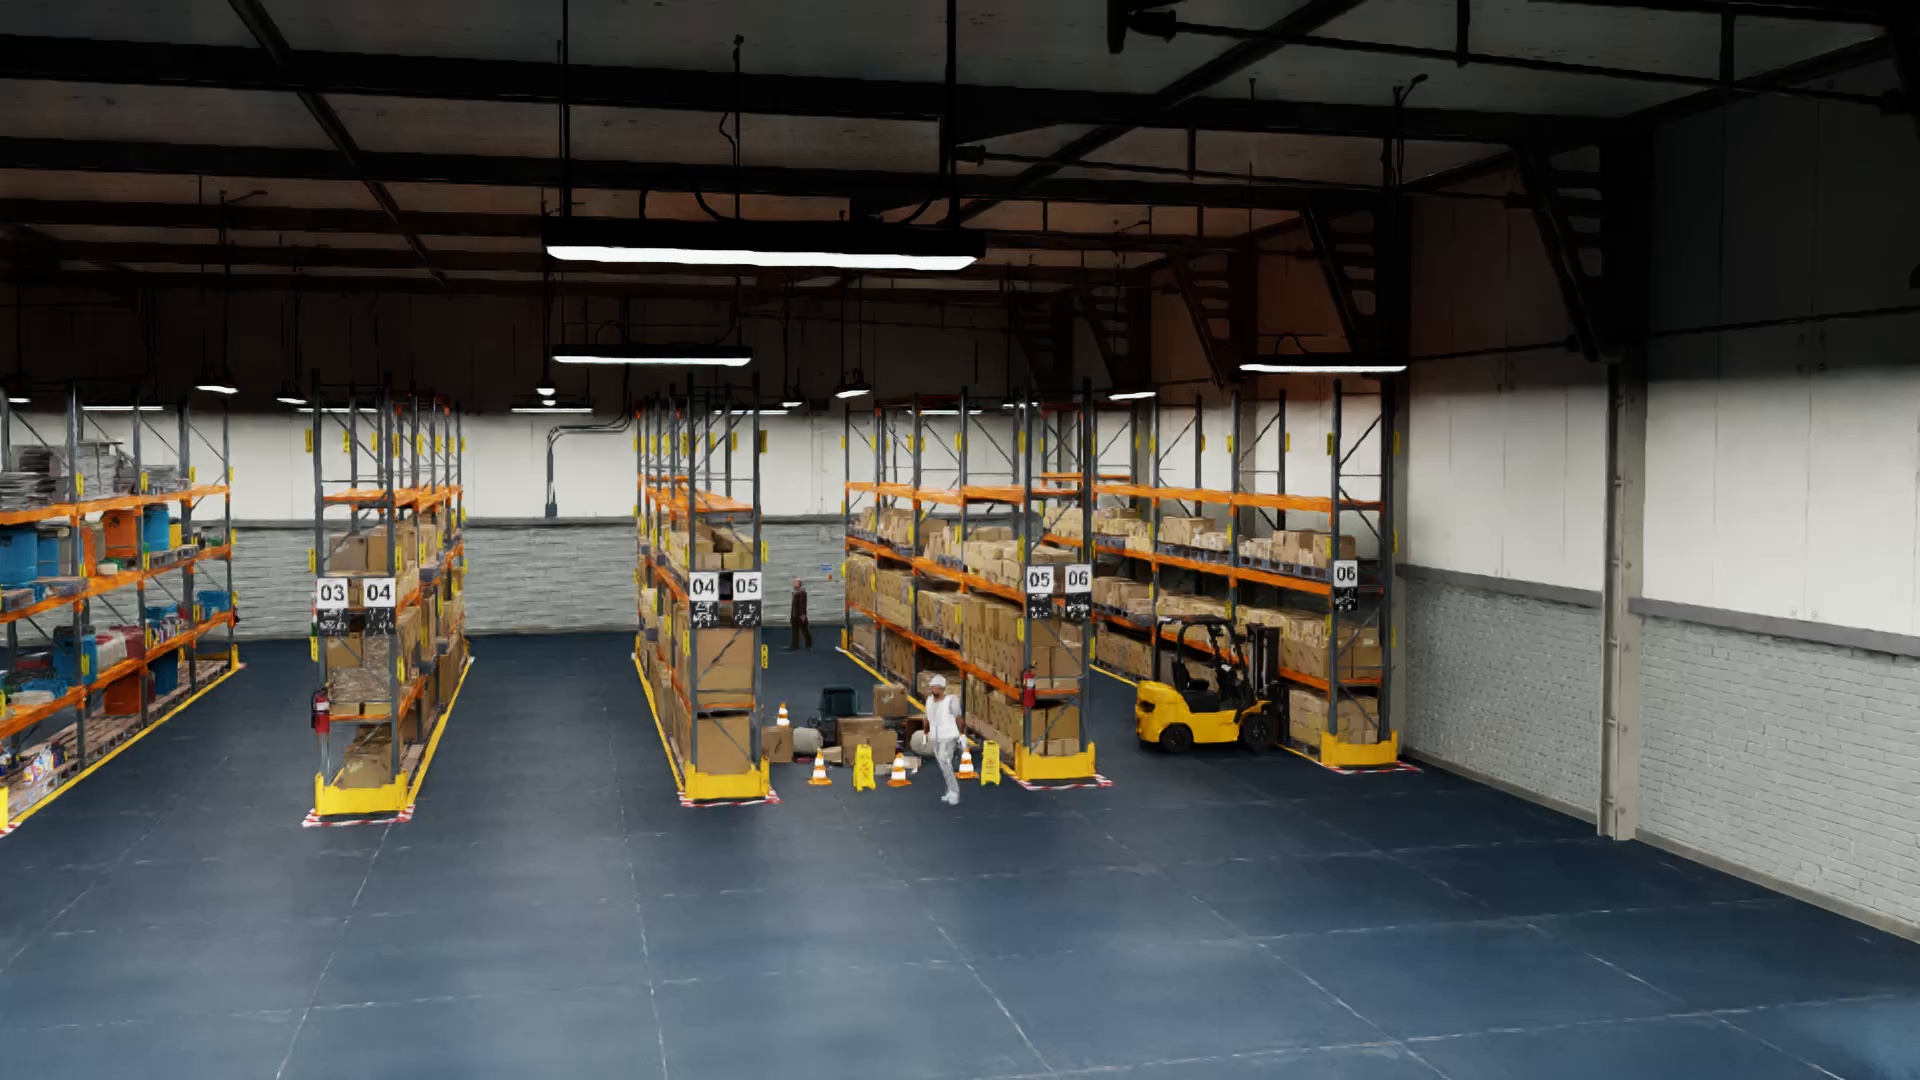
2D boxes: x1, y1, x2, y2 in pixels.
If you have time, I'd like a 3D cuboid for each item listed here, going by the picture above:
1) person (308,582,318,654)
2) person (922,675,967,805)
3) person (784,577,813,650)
[{"bbox_3d":[-15.191,1.808,39.668,0.567,1.781,0.718,2,4,25],"label":"person"},{"bbox_3d":[-0.220,2.763,23.191,0.645,1.768,0.483,3,4,42],"label":"person"},{"bbox_3d":[-3.885,1.792,40.245,0.578,1.777,0.709,-2,4,-34],"label":"person"}]
